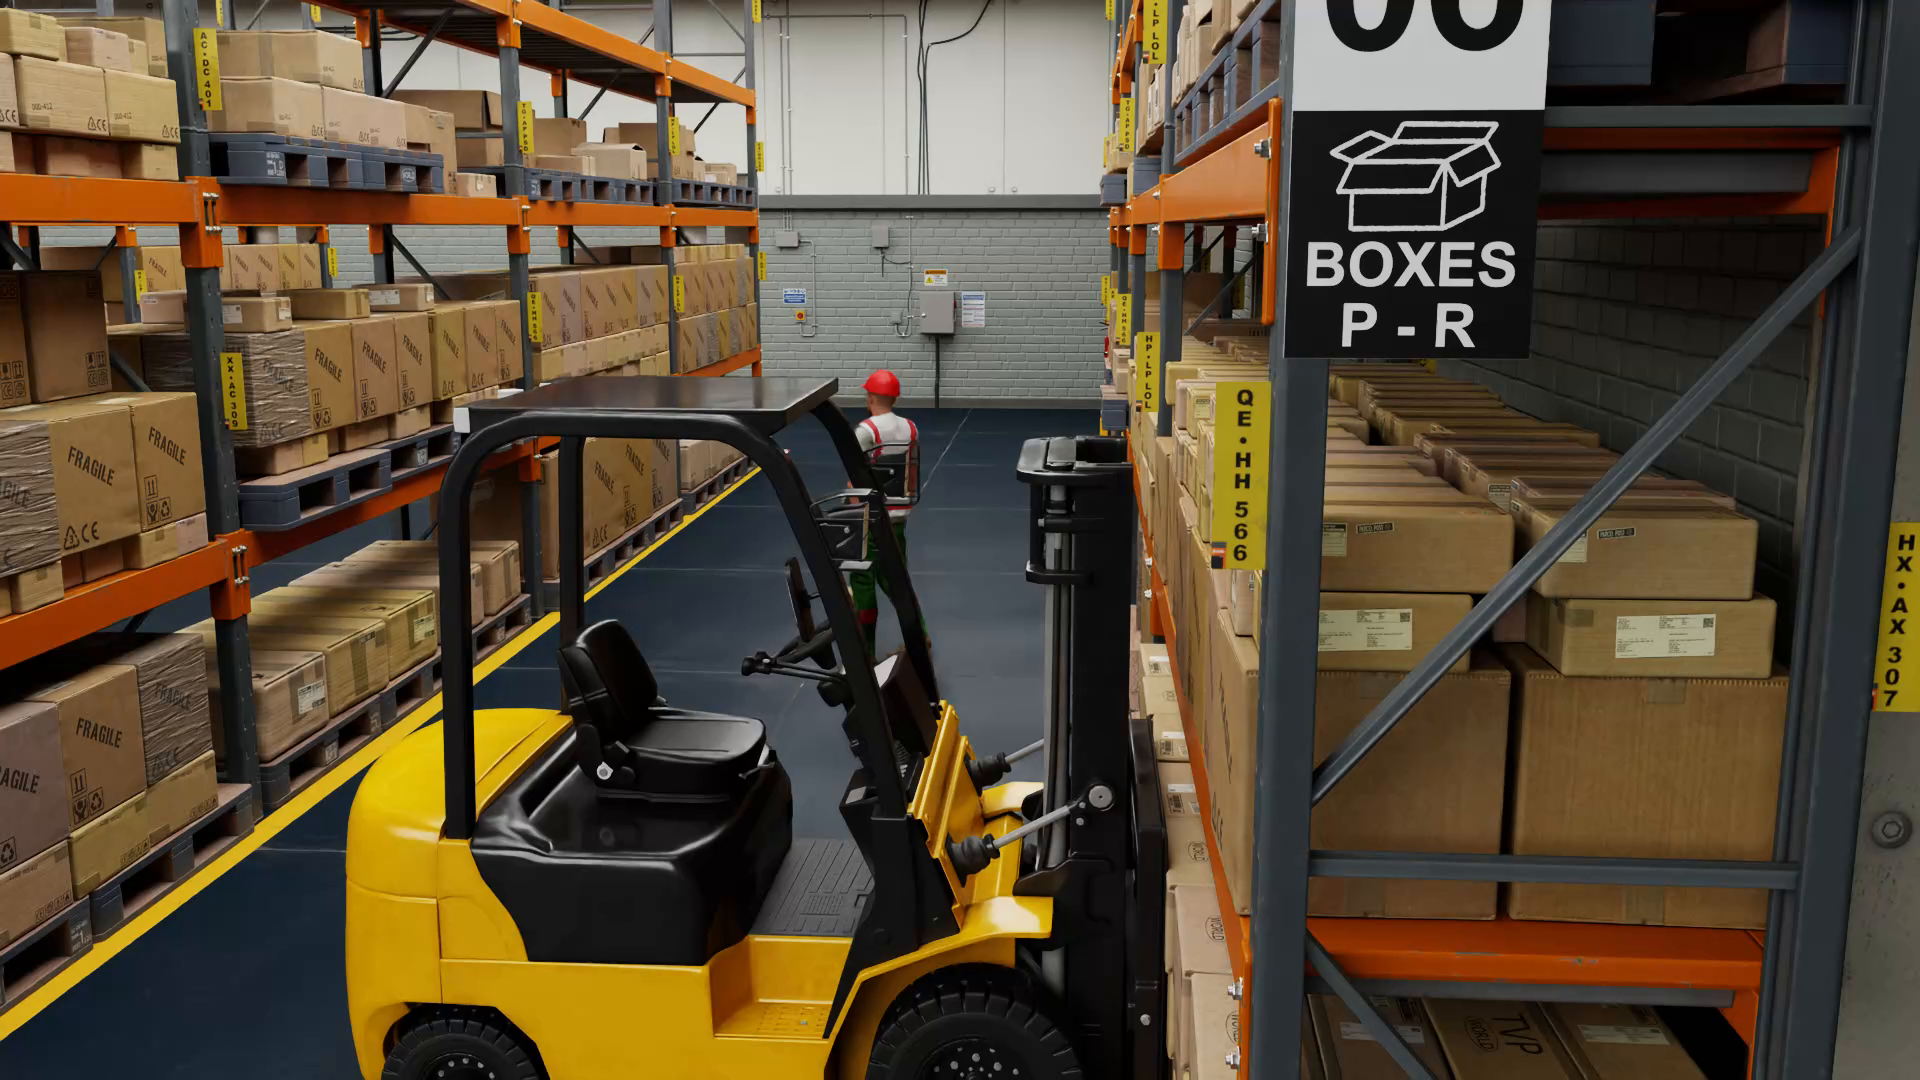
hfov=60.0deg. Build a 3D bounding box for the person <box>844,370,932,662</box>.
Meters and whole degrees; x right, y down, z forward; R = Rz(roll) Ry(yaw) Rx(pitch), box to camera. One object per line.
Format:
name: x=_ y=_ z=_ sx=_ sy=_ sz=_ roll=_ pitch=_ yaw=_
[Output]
person: x=-0.495 y=-0.126 z=10.007 sx=0.583 sy=1.787 sz=0.662 roll=-9 pitch=14 yaw=-39
